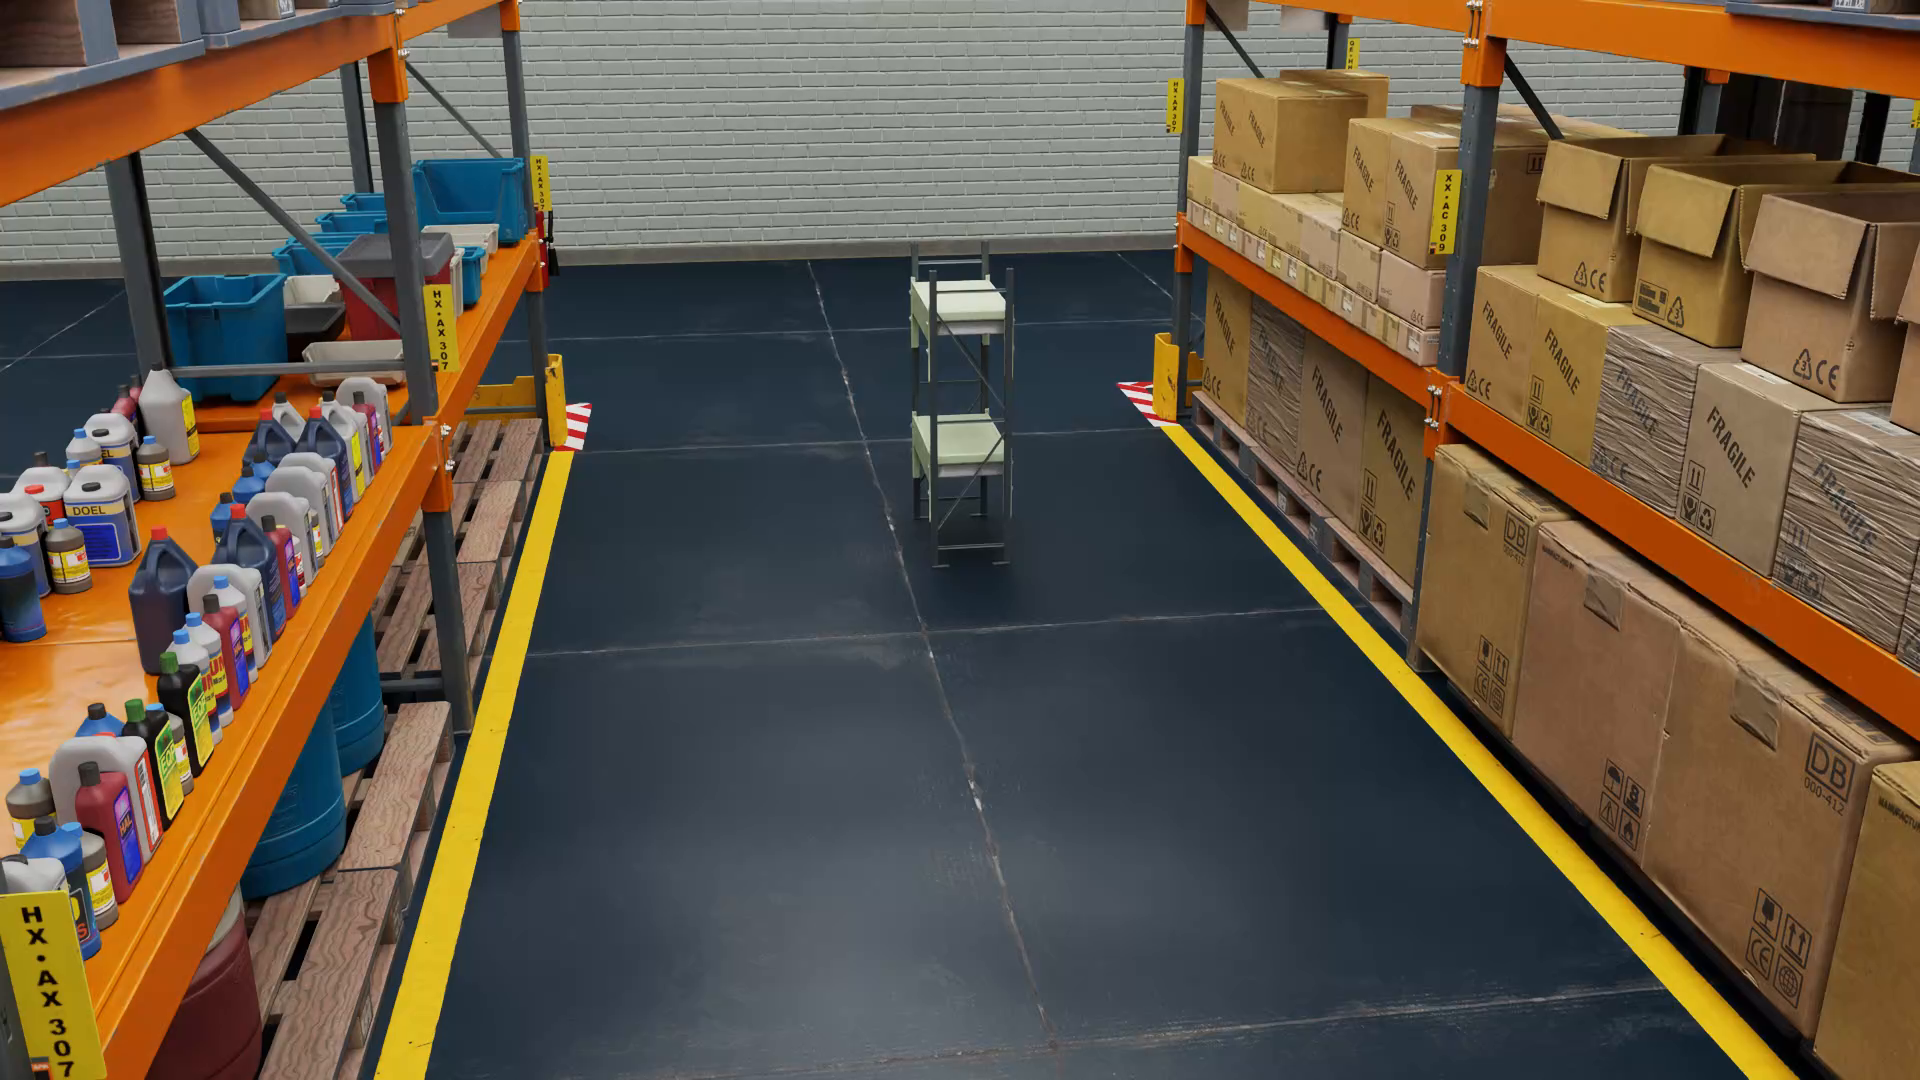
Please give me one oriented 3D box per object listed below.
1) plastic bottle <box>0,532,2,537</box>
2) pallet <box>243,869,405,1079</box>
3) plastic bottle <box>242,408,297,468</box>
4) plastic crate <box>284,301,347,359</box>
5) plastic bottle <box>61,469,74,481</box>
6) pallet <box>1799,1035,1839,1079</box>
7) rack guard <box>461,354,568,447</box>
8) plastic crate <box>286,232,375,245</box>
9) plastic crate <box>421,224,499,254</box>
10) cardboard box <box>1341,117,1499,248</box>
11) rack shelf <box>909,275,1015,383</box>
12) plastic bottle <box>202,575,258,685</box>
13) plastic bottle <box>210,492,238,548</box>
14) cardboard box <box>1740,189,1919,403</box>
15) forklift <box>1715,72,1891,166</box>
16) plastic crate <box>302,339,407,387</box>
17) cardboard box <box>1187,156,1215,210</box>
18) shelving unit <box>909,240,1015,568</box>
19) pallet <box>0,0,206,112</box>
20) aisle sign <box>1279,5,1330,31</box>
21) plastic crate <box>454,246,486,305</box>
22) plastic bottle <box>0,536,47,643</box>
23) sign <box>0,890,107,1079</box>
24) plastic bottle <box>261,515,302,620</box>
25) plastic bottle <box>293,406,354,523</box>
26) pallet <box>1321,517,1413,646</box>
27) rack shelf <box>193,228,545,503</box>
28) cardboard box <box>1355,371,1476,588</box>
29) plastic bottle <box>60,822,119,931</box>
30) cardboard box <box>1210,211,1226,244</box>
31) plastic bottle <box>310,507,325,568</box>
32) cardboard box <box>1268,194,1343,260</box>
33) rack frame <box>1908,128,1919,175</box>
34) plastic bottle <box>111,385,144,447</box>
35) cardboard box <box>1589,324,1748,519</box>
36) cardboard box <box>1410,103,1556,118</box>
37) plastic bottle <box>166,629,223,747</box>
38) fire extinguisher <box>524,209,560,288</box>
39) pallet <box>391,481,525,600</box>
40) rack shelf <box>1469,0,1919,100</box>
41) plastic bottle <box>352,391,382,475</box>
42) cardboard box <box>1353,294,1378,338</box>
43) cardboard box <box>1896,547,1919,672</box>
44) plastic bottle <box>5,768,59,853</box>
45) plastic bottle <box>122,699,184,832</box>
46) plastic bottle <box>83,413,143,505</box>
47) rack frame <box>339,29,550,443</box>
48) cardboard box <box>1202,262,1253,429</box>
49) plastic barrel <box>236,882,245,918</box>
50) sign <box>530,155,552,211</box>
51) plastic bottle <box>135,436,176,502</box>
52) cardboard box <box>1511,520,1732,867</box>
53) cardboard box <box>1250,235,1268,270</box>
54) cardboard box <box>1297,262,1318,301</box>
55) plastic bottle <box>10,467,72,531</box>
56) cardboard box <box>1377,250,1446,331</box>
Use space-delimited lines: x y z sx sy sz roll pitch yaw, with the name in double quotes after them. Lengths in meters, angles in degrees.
-2.604 0.062 4.448 0.097 0.271 0.097 0 20 0 "plastic bottle"
-2.201 1.378 4.724 1.003 0.211 1.213 -3 21 -8 "pallet"
-2.110 -0.224 5.100 0.144 0.351 0.185 -3 21 -8 "plastic bottle"
-2.878 -0.894 7.129 0.437 0.125 0.590 -3 21 -8 "plastic crate"
-2.690 -0.112 5.014 0.097 0.201 0.097 0 20 0 "plastic bottle"
2.988 1.544 4.280 1.003 0.211 1.213 -3 21 -8 "pallet"
-3.043 -0.842 10.256 1.175 0.500 0.348 -3 21 -8 "rack guard"
-3.127 -1.397 8.323 0.416 0.233 0.300 -3 21 -8 "plastic crate"
-2.730 -1.637 9.102 0.396 0.136 0.243 -3 21 -8 "plastic crate"
2.052 -1.610 7.457 0.500 0.500 0.500 -3 21 -7 "cardboard box"
0.001 -1.066 8.311 0.431 0.370 0.720 -3 21 -8 "rack shelf"
-1.772 0.217 4.031 0.097 0.271 0.097 0 20 0 "plastic bottle"
-2.016 0.001 4.611 0.097 0.271 0.097 0 20 0 "plastic bottle"
2.744 -0.714 4.763 0.797 0.503 0.637 -2 21 -6 "cardboard box"
4.784 -1.658 8.967 1.130 2.935 3.031 -13 24 -30 "forklift"
-2.376 -0.693 6.577 0.396 0.136 0.243 -3 21 -8 "plastic crate"
1.676 -2.144 9.960 0.500 0.250 0.500 -3 21 -9 "cardboard box"
0.001 -0.700 8.448 0.431 1.500 0.755 -3 21 -8 "shelving unit"
-1.887 -0.822 2.613 1.003 0.211 1.213 -3 21 -8 "pallet"
2.161 -3.513 10.119 0.394 0.787 0.004 -3 21 -8 "aisle sign"
-2.477 -1.257 7.948 0.416 0.233 0.300 -3 21 -8 "plastic crate"
-2.433 0.122 4.287 0.097 0.271 0.097 0 20 0 "plastic bottle"
-1.330 0.658 2.434 0.100 0.325 0.005 -3 21 -8 "sign"
-1.817 0.060 4.435 0.061 0.283 0.133 -3 21 -8 "plastic bottle"
-1.968 -0.232 5.120 0.144 0.351 0.185 -3 21 -8 "plastic bottle"
2.419 0.169 7.962 1.003 0.211 1.213 -3 21 -8 "pallet"
-2.739 -0.976 8.070 1.077 0.370 4.000 -3 21 -8 "rack shelf"
2.435 -0.304 7.680 0.875 0.875 0.875 -3 21 -8 "cardboard box"
-1.620 0.616 3.063 0.097 0.201 0.097 0 20 0 "plastic bottle"
1.674 -1.821 9.662 0.380 0.149 0.250 -3 21 -9 "cardboard box"
-1.885 -0.021 4.769 0.097 0.201 0.097 0 20 0 "plastic bottle"
1.907 -1.610 8.530 0.500 0.250 0.500 -3 21 -9 "cardboard box"
6.797 -2.470 11.043 1.000 3.000 0.127 -3 21 -8 "rack frame"
-2.801 -0.371 5.589 0.061 0.283 0.133 -3 21 -8 "plastic bottle"
2.415 -0.398 5.351 0.500 0.500 0.500 -3 21 -9 "cardboard box"
2.492 -1.820 8.020 0.500 0.500 0.500 -4 21 -9 "cardboard box"
-1.725 0.331 3.727 0.097 0.271 0.097 0 20 0 "plastic bottle"
-2.599 -1.870 10.078 0.296 0.674 0.183 -3 21 -8 "fire extinguisher"
-2.774 0.010 8.388 1.003 0.211 1.213 -3 21 -8 "pallet"
2.739 -1.246 4.506 1.077 0.370 4.000 -3 21 -8 "rack shelf"
-1.995 -0.368 5.581 0.061 0.283 0.133 -3 21 -8 "plastic bottle"
2.008 -1.020 7.518 0.380 0.149 0.250 -3 21 -9 "cardboard box"
2.645 0.137 3.920 0.500 0.500 0.500 -3 21 -8 "cardboard box"
-1.804 0.544 3.256 0.097 0.201 0.097 0 20 0 "plastic bottle"
-1.657 0.444 3.407 0.061 0.283 0.133 -3 21 -8 "plastic bottle"
-2.708 -0.256 5.292 0.152 0.276 0.135 -3 21 -8 "plastic bottle"
-3.027 -2.005 9.798 1.000 3.000 0.127 -3 21 -8 "rack frame"
2.046 -1.239 10.183 0.875 0.875 0.875 -3 21 -8 "cardboard box"
-2.294 0.983 4.753 0.421 0.512 0.421 0 20 0 "plastic barrel"
-2.485 -2.115 9.859 0.100 0.325 0.005 -3 21 -8 "sign"
-2.587 -0.234 5.339 0.097 0.201 0.097 0 20 0 "plastic bottle"
2.692 0.458 5.638 1.225 0.875 0.875 -4 21 -10 "cardboard box"
1.787 -1.553 8.946 0.380 0.149 0.250 -3 21 -8 "cardboard box"
1.897 -1.287 8.233 0.380 0.149 0.250 -3 21 -9 "cardboard box"
-2.627 -0.062 4.773 0.152 0.276 0.135 -3 21 -8 "plastic bottle"
2.127 -1.079 7.107 0.500 0.250 0.500 -3 21 -9 "cardboard box"
